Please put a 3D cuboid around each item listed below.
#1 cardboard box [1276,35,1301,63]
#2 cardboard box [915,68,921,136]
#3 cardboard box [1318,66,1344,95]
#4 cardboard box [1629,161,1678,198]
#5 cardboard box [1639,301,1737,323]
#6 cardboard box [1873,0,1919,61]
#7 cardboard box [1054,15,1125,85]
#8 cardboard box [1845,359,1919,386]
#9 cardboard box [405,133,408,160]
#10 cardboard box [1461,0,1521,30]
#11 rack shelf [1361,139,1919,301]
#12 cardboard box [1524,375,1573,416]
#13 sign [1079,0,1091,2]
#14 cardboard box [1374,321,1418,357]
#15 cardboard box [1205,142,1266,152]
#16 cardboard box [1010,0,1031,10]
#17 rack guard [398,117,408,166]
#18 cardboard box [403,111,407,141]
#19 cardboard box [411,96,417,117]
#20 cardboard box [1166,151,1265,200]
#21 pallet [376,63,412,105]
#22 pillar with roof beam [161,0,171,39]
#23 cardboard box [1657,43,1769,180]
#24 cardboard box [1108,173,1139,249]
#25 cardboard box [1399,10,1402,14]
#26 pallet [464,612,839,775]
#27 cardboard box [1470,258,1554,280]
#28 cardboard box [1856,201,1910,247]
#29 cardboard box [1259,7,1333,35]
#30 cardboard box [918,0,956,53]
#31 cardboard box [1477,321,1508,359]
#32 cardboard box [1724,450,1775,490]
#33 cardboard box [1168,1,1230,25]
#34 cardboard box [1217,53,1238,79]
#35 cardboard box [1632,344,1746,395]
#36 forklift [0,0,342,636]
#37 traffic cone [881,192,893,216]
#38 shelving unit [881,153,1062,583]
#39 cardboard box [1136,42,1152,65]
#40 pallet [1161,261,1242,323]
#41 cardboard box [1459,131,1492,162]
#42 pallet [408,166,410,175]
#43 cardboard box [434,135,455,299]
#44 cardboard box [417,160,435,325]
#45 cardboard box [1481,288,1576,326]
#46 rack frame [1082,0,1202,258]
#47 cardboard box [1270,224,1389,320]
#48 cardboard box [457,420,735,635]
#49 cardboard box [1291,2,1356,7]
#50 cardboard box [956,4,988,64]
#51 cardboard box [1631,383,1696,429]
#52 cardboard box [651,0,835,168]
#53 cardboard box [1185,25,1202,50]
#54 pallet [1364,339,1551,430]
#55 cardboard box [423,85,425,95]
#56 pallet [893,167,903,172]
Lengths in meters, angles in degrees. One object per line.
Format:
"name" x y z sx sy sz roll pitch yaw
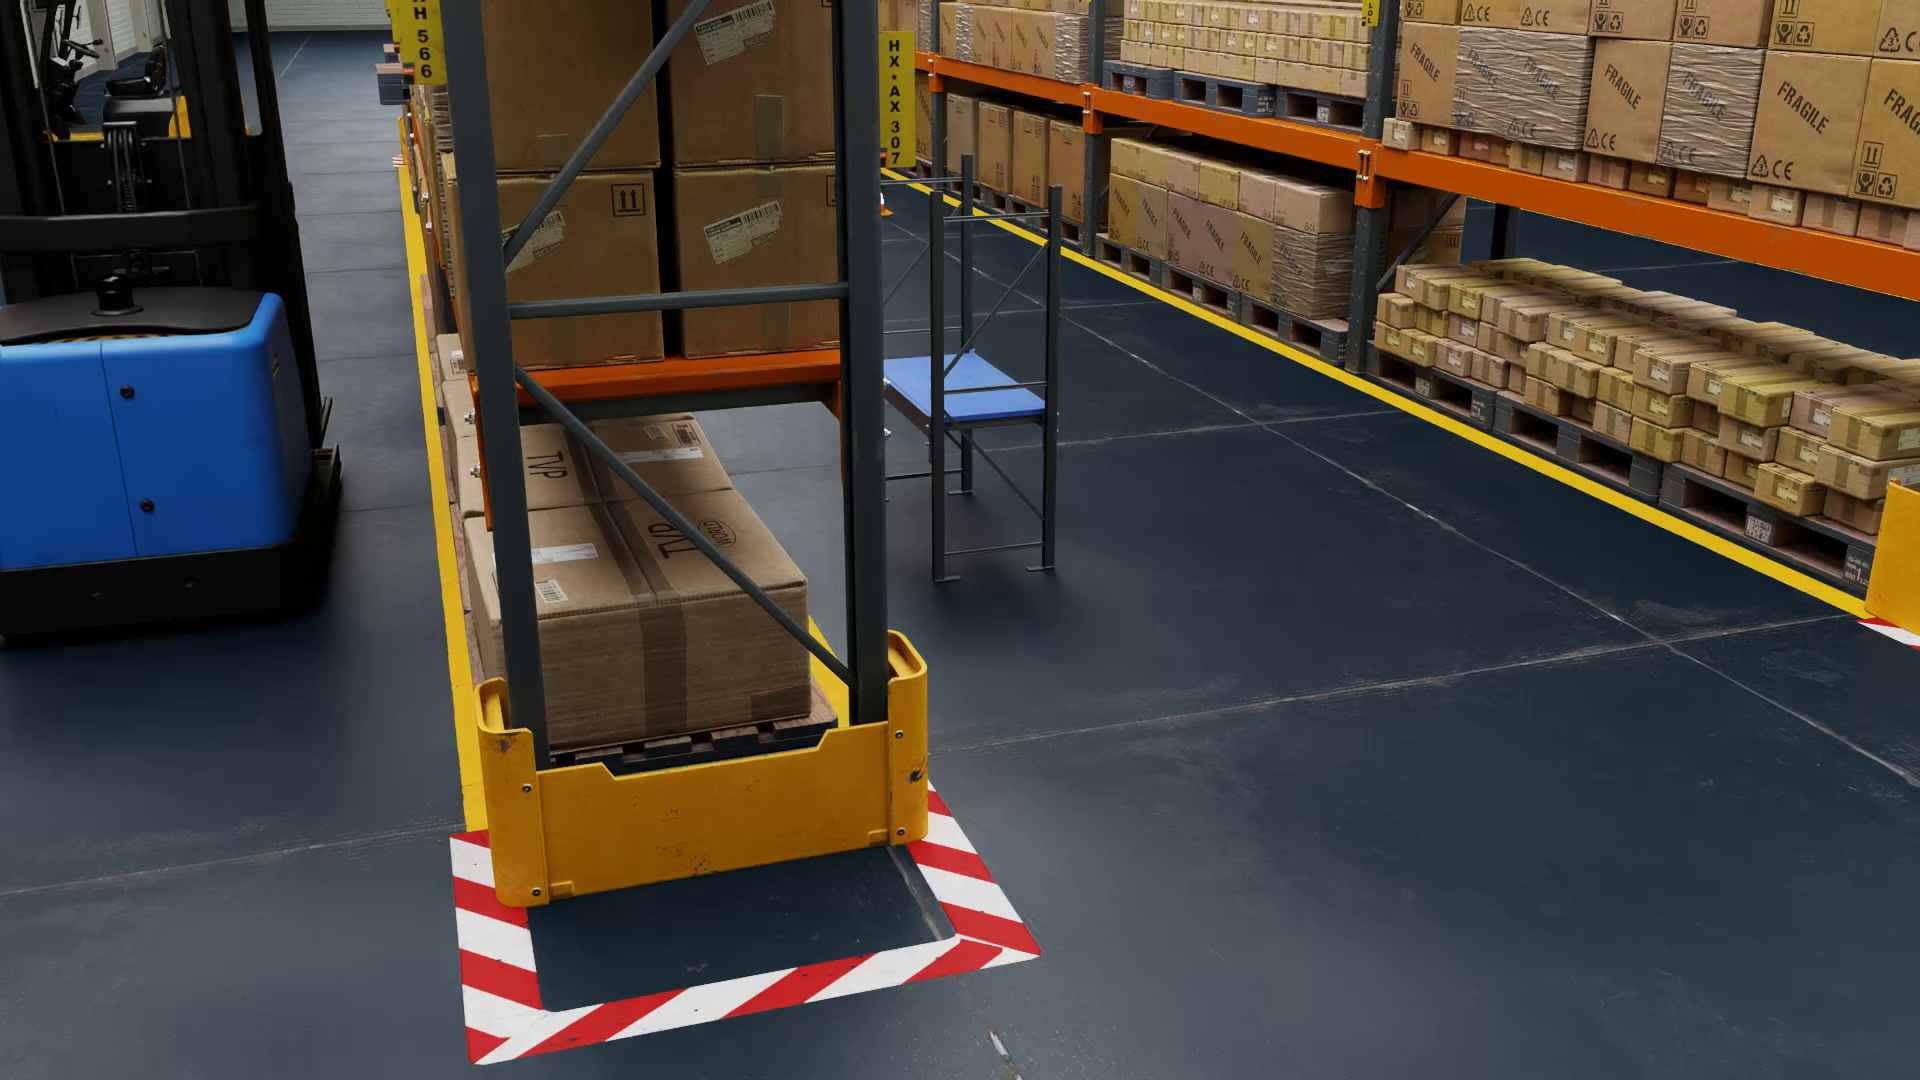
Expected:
"cardboard box" 2.160 -3.003 10.150 0.380 0.149 0.250 -7 21 -19
"cardboard box" -0.210 -4.688 18.054 0.875 0.875 0.875 -6 21 -17
"cardboard box" 2.327 -2.694 9.731 0.380 0.149 0.250 -6 21 -17
"cardboard box" 3.189 -1.604 7.317 0.380 0.149 0.250 -6 21 -16
"cardboard box" 3.561 -1.064 8.157 0.380 0.149 0.250 -7 21 -19
"cardboard box" 3.600 -1.920 5.757 0.500 0.500 0.500 -7 21 -18
"cardboard box" 1.069 -3.872 13.111 0.500 0.500 0.500 -6 21 -17
"cardboard box" 3.979 -0.652 7.010 0.380 0.149 0.250 -6 21 -17
"cardboard box" -5.573 -4.169 17.531 0.500 0.250 0.500 -6 21 -15
"cardboard box" 2.810 -2.748 8.062 0.500 0.500 0.500 -7 21 -19
"rack shelf" 3.351 -1.445 7.566 1.077 0.370 4.000 -6 21 -17
"cardboard box" 2.978 -0.718 8.075 0.380 0.149 0.250 -7 21 -19
"sign" 0.939 -4.194 12.442 0.100 0.325 0.005 -6 21 -17
"cardboard box" 2.532 -1.130 9.222 0.380 0.149 0.250 -7 21 -20
"cardboard box" 2.098 -2.731 12.049 0.500 0.250 0.500 -6 21 -16
"cardboard box" 0.849 -4.862 14.389 0.700 0.500 0.500 -7 21 -18
"rack guard" -5.693 -4.517 18.753 1.175 0.500 0.348 -6 21 -17
"cardboard box" -5.399 -4.349 16.925 0.500 0.500 0.500 -6 21 -16
"cardboard box" -3.287 -2.896 10.764 0.500 0.250 0.500 -7 21 -18
"cardboard box" 1.755 -2.513 11.443 0.500 0.250 0.500 -6 21 -17
"pallet" -3.527 -3.278 11.888 1.213 0.211 1.003 -6 21 -17
"pillar with roof beam" -16.407 -17.778 43.100 9.100 9.000 0.400 -6 21 -17
"cardboard box" 3.269 -1.773 6.828 0.500 0.500 0.500 -6 21 -17
"cardboard box" 1.445 -2.476 12.449 0.500 0.500 0.500 -7 21 -20
"cardboard box" 2.864 -3.131 10.068 0.380 0.149 0.250 -6 21 -17
"pallet" -1.013 0.481 5.266 1.003 0.211 1.213 -6 21 -17
"cardboard box" 3.081 -1.475 9.301 0.380 0.149 0.250 -6 21 -16
"cardboard box" 3.566 -1.182 6.141 0.380 0.149 0.250 -6 21 -17
"cardboard box" 2.090 -3.226 10.330 0.380 0.149 0.250 -7 21 -19
"cardboard box" 0.081 -5.180 16.680 0.875 0.550 0.550 -6 21 -17
"cardboard box" 2.890 -1.038 8.525 0.380 0.149 0.250 -7 21 -20
"cardboard box" 3.438 -0.310 6.939 0.380 0.149 0.250 -6 21 -17
"cardboard box" 1.669 -3.649 11.509 0.380 0.149 0.250 -7 21 -19
"cardboard box" 1.913 -3.114 10.900 0.380 0.149 0.250 -7 21 -19
"cardboard box" 3.188 -0.747 7.275 0.380 0.149 0.250 -6 21 -15
"forklift" -3.309 -1.511 6.787 1.130 2.935 3.031 -6 21 -16
"traffic cone" -0.804 -3.208 15.163 0.336 0.463 0.334 -6 21 -17
"shelving unit" -0.027 -0.733 6.739 0.538 1.500 1.048 -6 21 -17
"cardboard box" 1.498 -3.537 12.078 0.380 0.149 0.250 -5 20 -15
"pallet" 2.089 -1.755 11.490 1.003 0.211 1.213 -6 21 -17
"cardboard box" 2.786 -2.026 8.493 0.380 0.149 0.250 -7 21 -20
"pallet" -5.471 -4.117 18.065 1.003 0.211 1.213 -6 21 -17
"cardboard box" -1.405 -1.084 5.349 0.500 0.500 0.500 -6 21 -16
"cardboard box" -2.788 -1.831 10.099 0.875 0.875 0.875 -6 21 -17
"cardboard box" 2.894 -1.177 8.472 0.380 0.149 0.250 -7 21 -19
"rack frame" 1.465 -3.709 12.805 1.000 3.000 0.127 -6 21 -17
"cardboard box" 2.251 -1.657 10.170 0.500 0.500 0.500 -7 21 -18
"cardboard box" -1.286 -0.069 5.841 0.875 0.438 0.875 -6 21 -16
"cardboard box" 2.459 -3.545 11.218 0.380 0.149 0.250 -5 20 -15
"cardboard box" 0.277 -4.680 15.362 0.500 0.500 0.500 -6 21 -17
"cardboard box" 3.203 -0.608 7.328 0.380 0.149 0.250 -6 21 -16
"cardboard box" -0.568 -1.285 4.430 0.500 0.500 0.500 -7 21 -18
"cardboard box" 1.758 -3.419 11.308 0.380 0.149 0.250 -6 21 -17
"pallet" 2.967 -0.901 9.113 1.003 0.211 1.213 -6 21 -17
"cardboard box" -1.722 -1.878 6.080 0.500 0.500 0.500 -6 21 -16
"pallet" -0.344 -4.325 18.645 1.003 0.211 1.213 -6 21 -17
